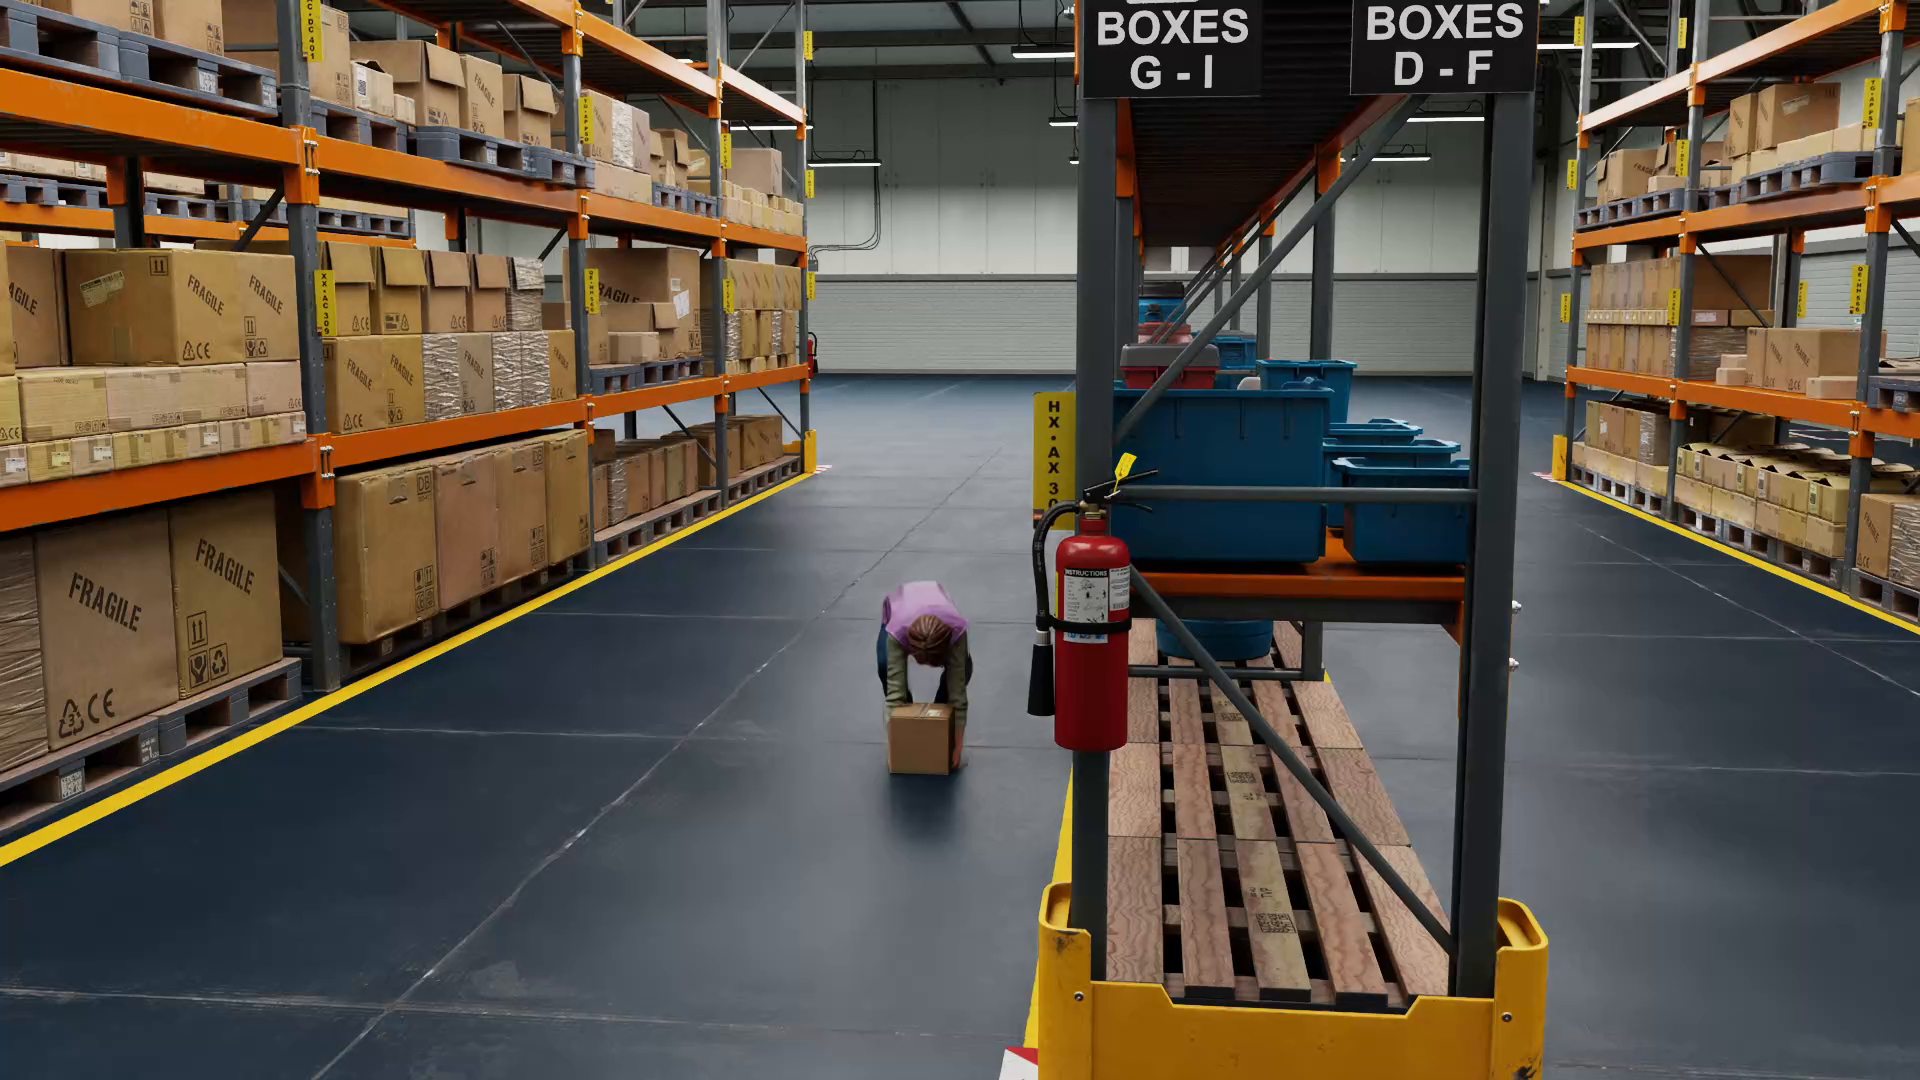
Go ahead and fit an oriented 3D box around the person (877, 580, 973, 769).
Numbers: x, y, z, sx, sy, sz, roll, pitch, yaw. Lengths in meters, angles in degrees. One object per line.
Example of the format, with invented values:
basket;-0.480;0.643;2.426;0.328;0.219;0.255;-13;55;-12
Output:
person;-0.157;0.608;7.355;0.422;0.719;0.873;0;8;-3
